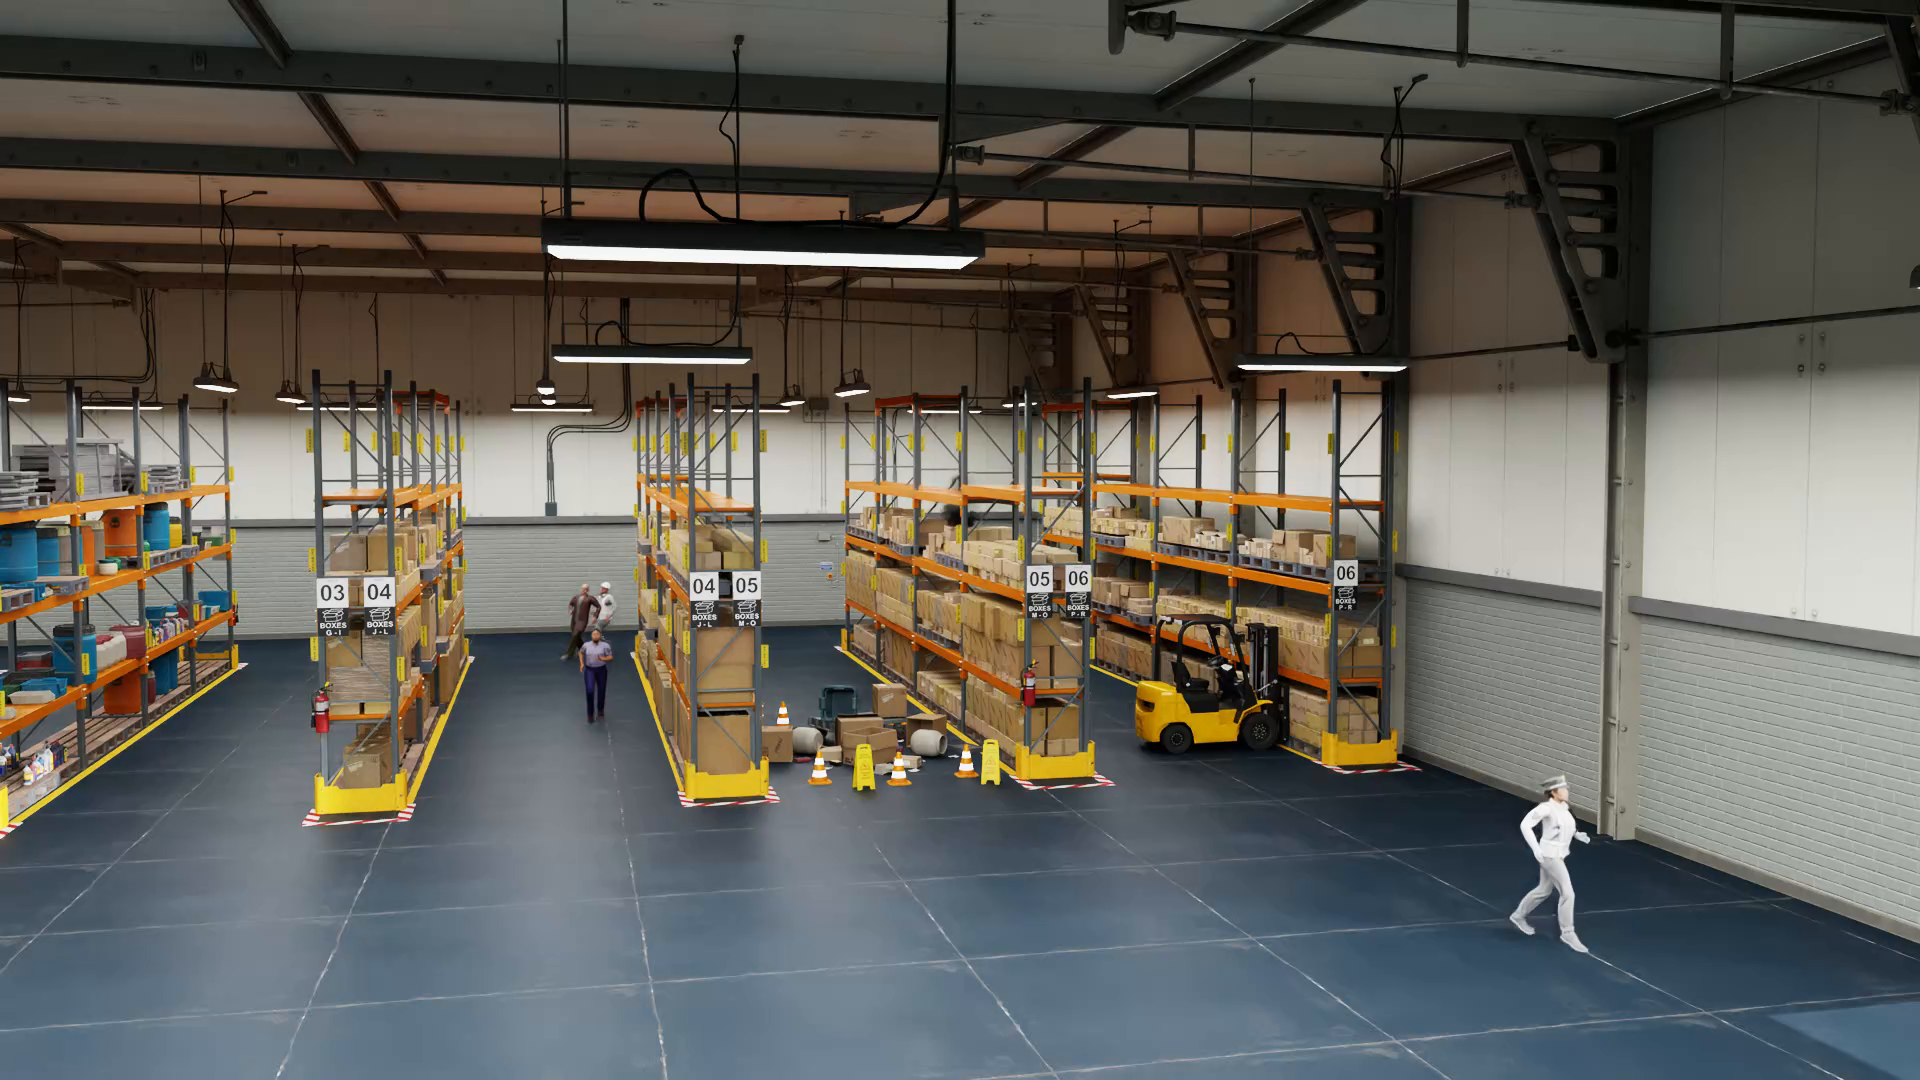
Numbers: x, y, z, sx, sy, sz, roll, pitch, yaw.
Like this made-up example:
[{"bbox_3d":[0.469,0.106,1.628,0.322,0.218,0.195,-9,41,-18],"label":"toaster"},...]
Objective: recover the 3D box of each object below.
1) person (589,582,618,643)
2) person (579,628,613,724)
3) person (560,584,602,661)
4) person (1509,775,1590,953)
[{"bbox_3d":[-8.504,1.859,39.467,0.568,1.724,0.728,-3,4,-43],"label":"person"},{"bbox_3d":[-6.579,2.454,30.061,0.582,1.688,0.770,-1,3,-16],"label":"person"},{"bbox_3d":[-8.792,1.884,38.376,0.760,1.720,1.036,2,4,28],"label":"person"},{"bbox_3d":[5.916,3.192,16.662,0.813,1.729,0.605,2,4,36],"label":"person"}]
